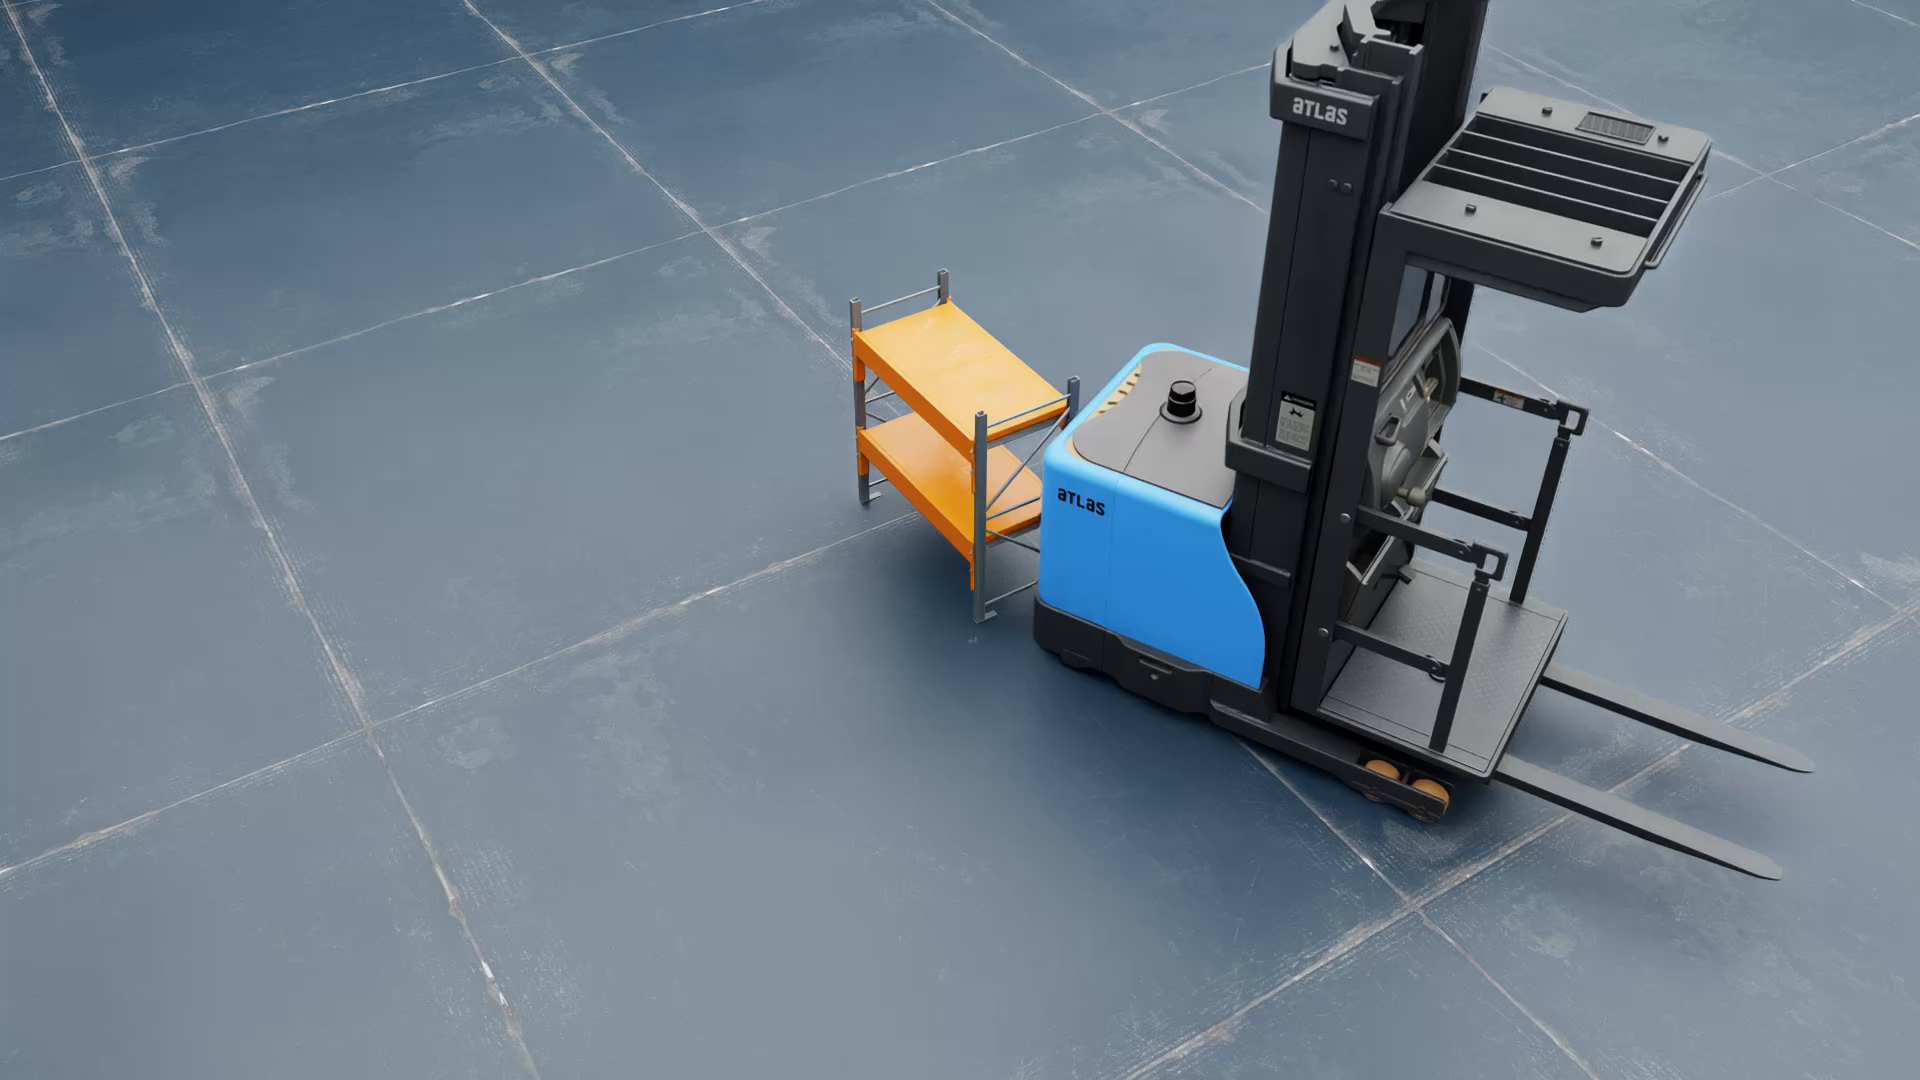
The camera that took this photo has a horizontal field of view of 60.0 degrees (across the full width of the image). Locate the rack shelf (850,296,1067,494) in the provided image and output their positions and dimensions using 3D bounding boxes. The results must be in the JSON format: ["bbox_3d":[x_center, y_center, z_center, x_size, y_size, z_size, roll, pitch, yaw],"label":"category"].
[{"bbox_3d":[0.004,-0.653,7.259,0.538,0.278,1.000,-22,45,-24],"label":"rack shelf"}]

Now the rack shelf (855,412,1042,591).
[{"bbox_3d":[0.004,-0.241,7.603,0.538,0.278,1.000,-22,45,-24],"label":"rack shelf"}]

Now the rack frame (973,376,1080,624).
[{"bbox_3d":[0.277,-0.154,7.117,0.500,1.125,0.032,-22,45,-24],"label":"rack frame"}]

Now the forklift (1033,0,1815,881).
[{"bbox_3d":[1.841,-0.418,6.023,3.031,2.935,1.130,22,44,24],"label":"forklift"}]

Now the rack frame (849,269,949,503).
[{"bbox_3d":[-0.270,-0.703,7.775,0.500,1.125,0.032,-22,45,-24],"label":"rack frame"}]

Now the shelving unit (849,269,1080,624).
[{"bbox_3d":[0.004,-0.428,7.446,0.538,1.125,1.048,-22,45,-24],"label":"shelving unit"}]
